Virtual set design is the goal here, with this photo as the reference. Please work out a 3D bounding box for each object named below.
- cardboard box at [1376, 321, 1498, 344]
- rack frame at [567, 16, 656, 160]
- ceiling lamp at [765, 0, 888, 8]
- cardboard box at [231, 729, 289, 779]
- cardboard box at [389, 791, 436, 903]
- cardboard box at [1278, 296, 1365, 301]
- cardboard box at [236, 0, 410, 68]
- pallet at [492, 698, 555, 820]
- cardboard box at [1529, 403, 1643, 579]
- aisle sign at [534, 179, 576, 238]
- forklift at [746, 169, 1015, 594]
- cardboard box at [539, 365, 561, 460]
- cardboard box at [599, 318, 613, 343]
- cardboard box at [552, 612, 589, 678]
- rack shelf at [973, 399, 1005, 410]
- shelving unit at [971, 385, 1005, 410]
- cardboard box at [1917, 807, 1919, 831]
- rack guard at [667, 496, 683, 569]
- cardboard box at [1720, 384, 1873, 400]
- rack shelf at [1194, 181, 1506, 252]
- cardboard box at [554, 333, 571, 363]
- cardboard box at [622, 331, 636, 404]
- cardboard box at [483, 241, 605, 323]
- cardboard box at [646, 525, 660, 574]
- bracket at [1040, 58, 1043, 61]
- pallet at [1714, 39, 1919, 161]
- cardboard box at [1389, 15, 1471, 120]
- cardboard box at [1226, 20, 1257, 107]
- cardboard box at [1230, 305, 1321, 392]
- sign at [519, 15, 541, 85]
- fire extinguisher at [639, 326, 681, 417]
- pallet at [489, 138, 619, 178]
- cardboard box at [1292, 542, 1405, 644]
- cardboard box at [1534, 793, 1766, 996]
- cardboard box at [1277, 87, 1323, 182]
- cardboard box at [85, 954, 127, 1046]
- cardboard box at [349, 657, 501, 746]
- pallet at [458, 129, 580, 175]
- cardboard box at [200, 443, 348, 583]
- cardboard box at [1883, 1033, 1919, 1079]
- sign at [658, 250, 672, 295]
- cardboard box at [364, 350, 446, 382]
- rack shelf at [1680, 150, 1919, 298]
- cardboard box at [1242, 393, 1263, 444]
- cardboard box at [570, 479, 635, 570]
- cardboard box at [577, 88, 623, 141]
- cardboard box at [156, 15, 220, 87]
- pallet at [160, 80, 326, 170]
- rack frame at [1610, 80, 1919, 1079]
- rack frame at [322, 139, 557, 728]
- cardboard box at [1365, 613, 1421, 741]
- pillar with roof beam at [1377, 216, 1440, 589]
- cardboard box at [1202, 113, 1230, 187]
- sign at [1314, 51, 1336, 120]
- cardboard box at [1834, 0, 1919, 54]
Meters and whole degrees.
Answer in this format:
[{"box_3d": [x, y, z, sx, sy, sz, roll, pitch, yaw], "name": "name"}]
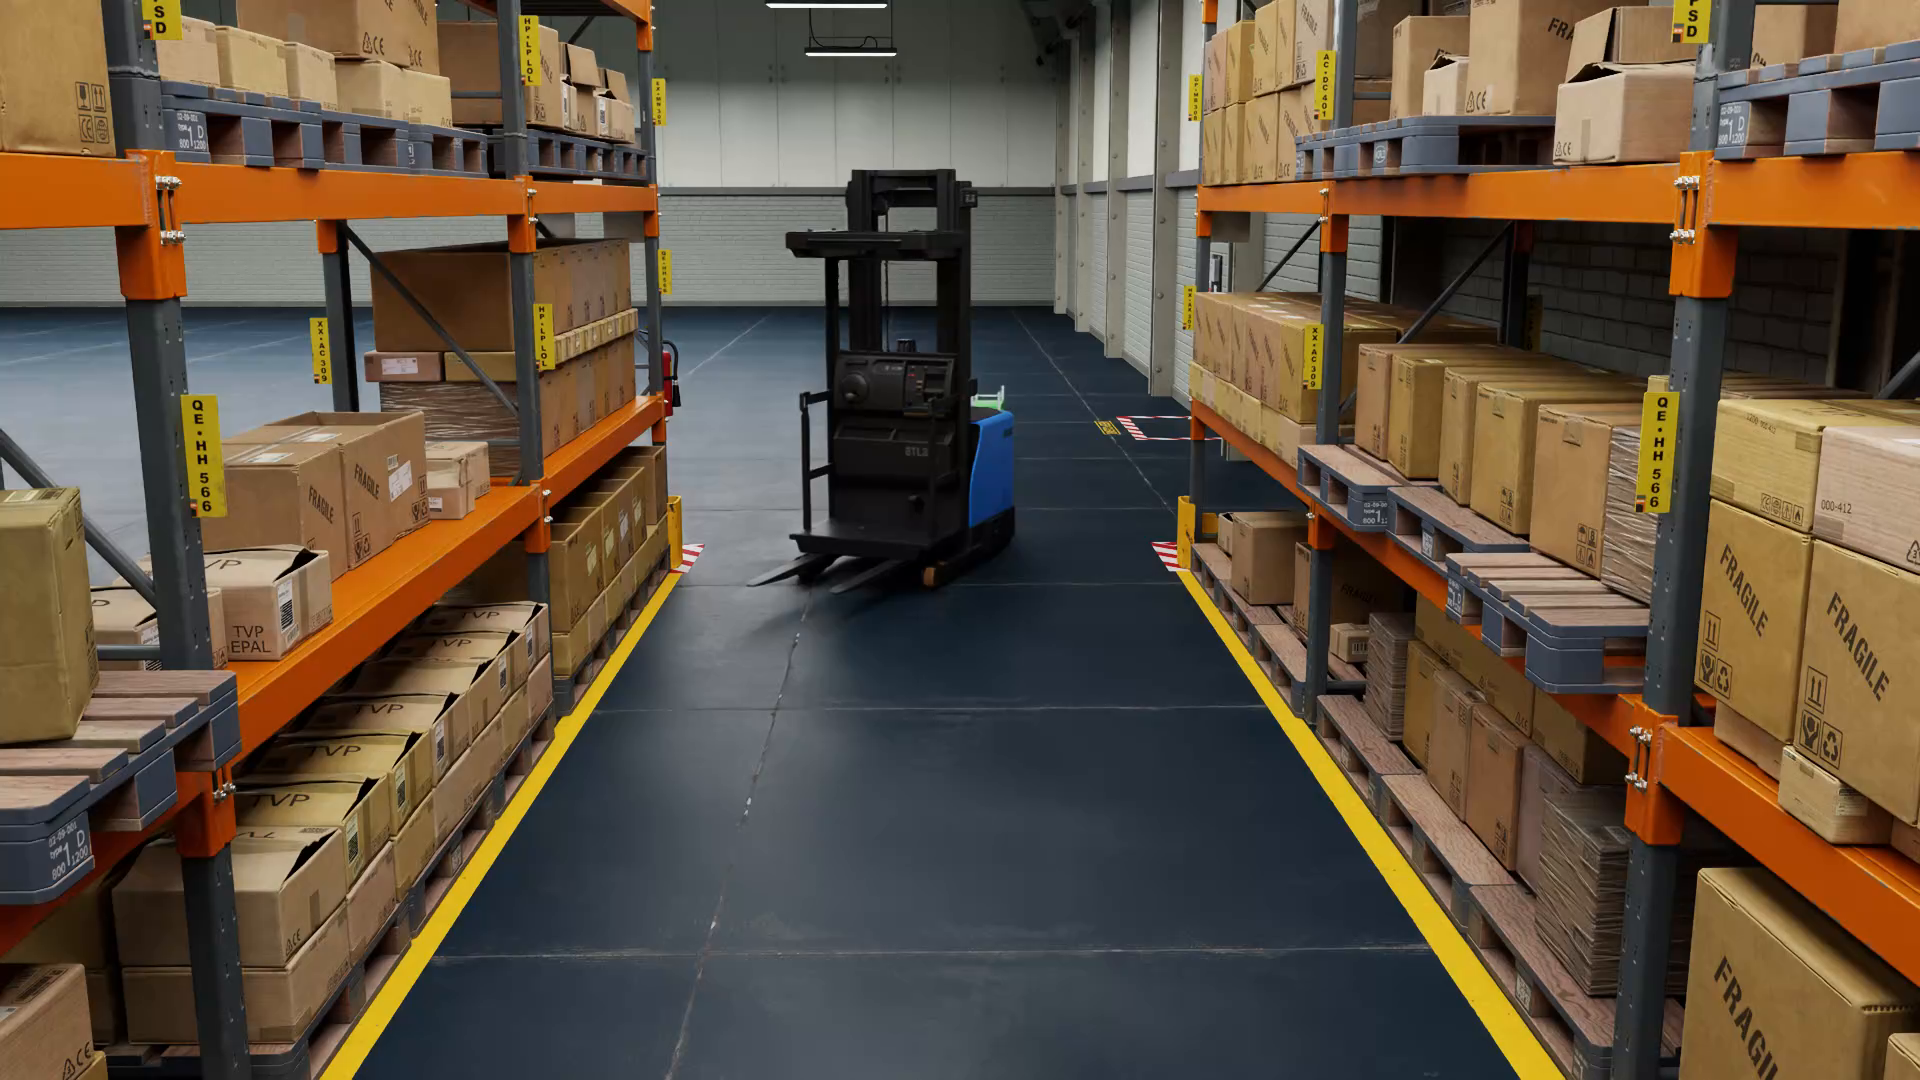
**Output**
[{"box_3d": [2.528, -0.902, 8.902, 0.500, 0.500, 0.500, -1, 11, -2], "name": "cardboard box"}, {"box_3d": [-2.706, -4.218, 11.718, 1.000, 3.000, 0.127, 0, 11, -1], "name": "rack frame"}, {"box_3d": [-2.185, -10.328, 27.155, 2.000, 3.185, 0.800, 0, 11, -1], "name": "ceiling lamp"}, {"box_3d": [-2.823, 0.872, 6.163, 0.500, 0.311, 0.500, 0, 11, -2], "name": "cardboard box"}, {"box_3d": [-2.286, 1.145, 6.228, 0.500, 0.250, 0.500, -1, 11, -3], "name": "cardboard box"}, {"box_3d": [2.469, -1.410, 11.405, 0.500, 0.500, 0.500, 0, 11, 0], "name": "cardboard box"}, {"box_3d": [-2.615, -2.217, 6.832, 0.500, 0.500, 0.500, 1, 12, 4], "name": "cardboard box"}, {"box_3d": [-2.569, 1.030, 7.951, 1.003, 0.211, 1.213, 0, 11, -1], "name": "pallet"}, {"box_3d": [2.353, -0.178, 5.533, 0.700, 0.500, 0.500, -1, 12, -7], "name": "cardboard box"}, {"box_3d": [-3.014, -2.564, 12.114, 0.394, 0.787, 0.004, 0, 11, -1], "name": "aisle sign"}, {"box_3d": [-0.560, -1.178, 11.995, 1.130, 2.935, 3.031, 4, 12, 21], "name": "forklift"}, {"box_3d": [-2.656, -0.725, 9.336, 0.700, 0.500, 0.500, 0, 11, -2], "name": "cardboard box"}, {"box_3d": [-2.487, -1.365, 10.858, 0.380, 0.149, 0.250, 0, 11, 1], "name": "cardboard box"}, {"box_3d": [-2.330, 0.565, 9.087, 0.500, 0.250, 0.500, 0, 11, -1], "name": "cardboard box"}, {"box_3d": [0.228, -1.062, 13.685, 0.258, 0.148, 0.480, 1, 12, 5], "name": "rack shelf"}, {"box_3d": [0.228, -0.655, 13.768, 0.258, 1.200, 0.503, 1, 12, 5], "name": "shelving unit"}, {"box_3d": [2.177, 0.387, 3.057, 0.500, 0.500, 0.500, 0, 11, -1], "name": "cardboard box"}, {"box_3d": [-2.707, -0.058, 12.586, 1.175, 0.500, 0.348, 0, 11, -1], "name": "rack guard"}, {"box_3d": [2.375, -0.360, 4.799, 0.380, 0.149, 0.250, -2, 12, -9], "name": "cardboard box"}, {"box_3d": [2.288, -2.019, 10.232, 1.077, 0.370, 4.000, 0, 11, -1], "name": "rack shelf"}, {"box_3d": [-2.458, -1.107, 9.588, 0.380, 0.149, 0.250, -1, 11, -3], "name": "cardboard box"}, {"box_3d": [-2.709, -1.234, 11.846, 0.700, 0.500, 0.500, 0, 11, -1], "name": "cardboard box"}, {"box_3d": [-2.681, -1.655, 10.656, 0.700, 0.500, 0.500, 0, 11, -1], "name": "cardboard box"}, {"box_3d": [-2.377, 0.069, 11.536, 0.500, 0.250, 0.500, 0, 11, -1], "name": "cardboard box"}, {"box_3d": [2.106, -12.266, 42.333, 0.076, 0.066, 3.189, 0, 11, -1], "name": "bracket"}, {"box_3d": [2.478, -0.959, 3.670, 1.213, 0.211, 1.003, 0, 11, 1], "name": "pallet"}, {"box_3d": [2.260, -2.120, 7.611, 0.500, 0.500, 0.500, 1, 12, 7], "name": "cardboard box"}, {"box_3d": [1.993, -3.039, 10.632, 0.500, 0.500, 0.500, 0, 11, 0], "name": "cardboard box"}, {"box_3d": [1.983, -1.203, 10.386, 0.500, 0.500, 0.500, 0, 11, 1], "name": "cardboard box"}, {"box_3d": [-2.081, -2.365, 8.034, 0.100, 0.325, 0.005, 0, 11, -1], "name": "sign"}, {"box_3d": [-2.244, -1.265, 12.447, 0.296, 0.674, 0.183, 0, 11, -1], "name": "fire extinguisher"}, {"box_3d": [-2.689, -2.321, 10.133, 1.003, 0.211, 1.213, 0, 11, -1], "name": "pallet"}, {"box_3d": [2.268, 0.299, 9.720, 0.500, 0.500, 0.500, -1, 12, -5], "name": "cardboard box"}, {"box_3d": [2.345, 1.158, 5.489, 0.700, 0.500, 0.500, 0, 11, 0], "name": "cardboard box"}, {"box_3d": [2.074, -2.233, 9.174, 0.500, 0.500, 0.500, -1, 12, -6], "name": "cardboard box"}, {"box_3d": [-2.795, 1.350, 5.218, 0.500, 0.250, 0.500, 0, 11, 0], "name": "cardboard box"}, {"box_3d": [-2.303, 0.666, 7.181, 0.500, 0.311, 0.500, 0, 11, -1], "name": "cardboard box"}, {"box_3d": [-2.667, -2.079, 8.940, 1.003, 0.211, 1.213, 0, 11, -1], "name": "pallet"}, {"box_3d": [-2.592, -0.070, 6.109, 0.500, 0.500, 0.500, -1, 11, -4], "name": "cardboard box"}, {"box_3d": [2.308, 1.460, 3.170, 0.750, 0.750, 0.750, 0, 11, -1], "name": "cardboard box"}, {"box_3d": [-2.163, -1.961, 12.173, 0.100, 0.325, 0.005, 0, 11, -1], "name": "sign"}, {"box_3d": [-2.843, -0.903, 8.582, 0.380, 0.149, 0.250, 0, 11, -1], "name": "cardboard box"}, {"box_3d": [2.453, -0.429, 2.393, 1.077, 0.370, 4.000, 0, 11, -1], "name": "rack shelf"}, {"box_3d": [1.989, -0.732, 9.950, 0.500, 0.250, 0.500, 0, 11, -1], "name": "cardboard box"}, {"box_3d": [-2.353, -0.100, 10.482, 0.500, 0.500, 0.500, 0, 11, -1], "name": "cardboard box"}, {"box_3d": [-2.407, -2.640, 10.301, 0.500, 0.311, 0.500, 1, 12, 6], "name": "cardboard box"}, {"box_3d": [-2.635, -1.484, 5.107, 0.500, 0.250, 0.500, 0, 11, 0], "name": "cardboard box"}, {"box_3d": [-2.644, -1.200, 4.859, 1.213, 0.211, 1.003, 0, 11, 1], "name": "pallet"}, {"box_3d": [2.412, 0.291, 4.579, 1.000, 3.000, 0.127, 0, 11, -1], "name": "rack frame"}, {"box_3d": [-2.623, -0.483, 8.395, 1.000, 3.000, 0.127, 0, 11, -1], "name": "rack frame"}, {"box_3d": [2.361, 0.652, 7.983, 0.700, 0.500, 0.500, 0, 11, 1], "name": "cardboard box"}, {"box_3d": [-1.178, -4.086, 11.066, 9.100, 9.000, 0.400, 0, 11, -1], "name": "pillar with roof beam"}, {"box_3d": [2.003, -2.760, 11.775, 0.500, 0.500, 0.500, 0, 11, 0], "name": "cardboard box"}, {"box_3d": [1.787, -2.224, 8.131, 0.100, 0.325, 0.005, 0, 11, -1], "name": "sign"}, {"box_3d": [2.479, -1.349, 3.762, 0.700, 0.500, 0.500, -1, 12, -6], "name": "cardboard box"}]
